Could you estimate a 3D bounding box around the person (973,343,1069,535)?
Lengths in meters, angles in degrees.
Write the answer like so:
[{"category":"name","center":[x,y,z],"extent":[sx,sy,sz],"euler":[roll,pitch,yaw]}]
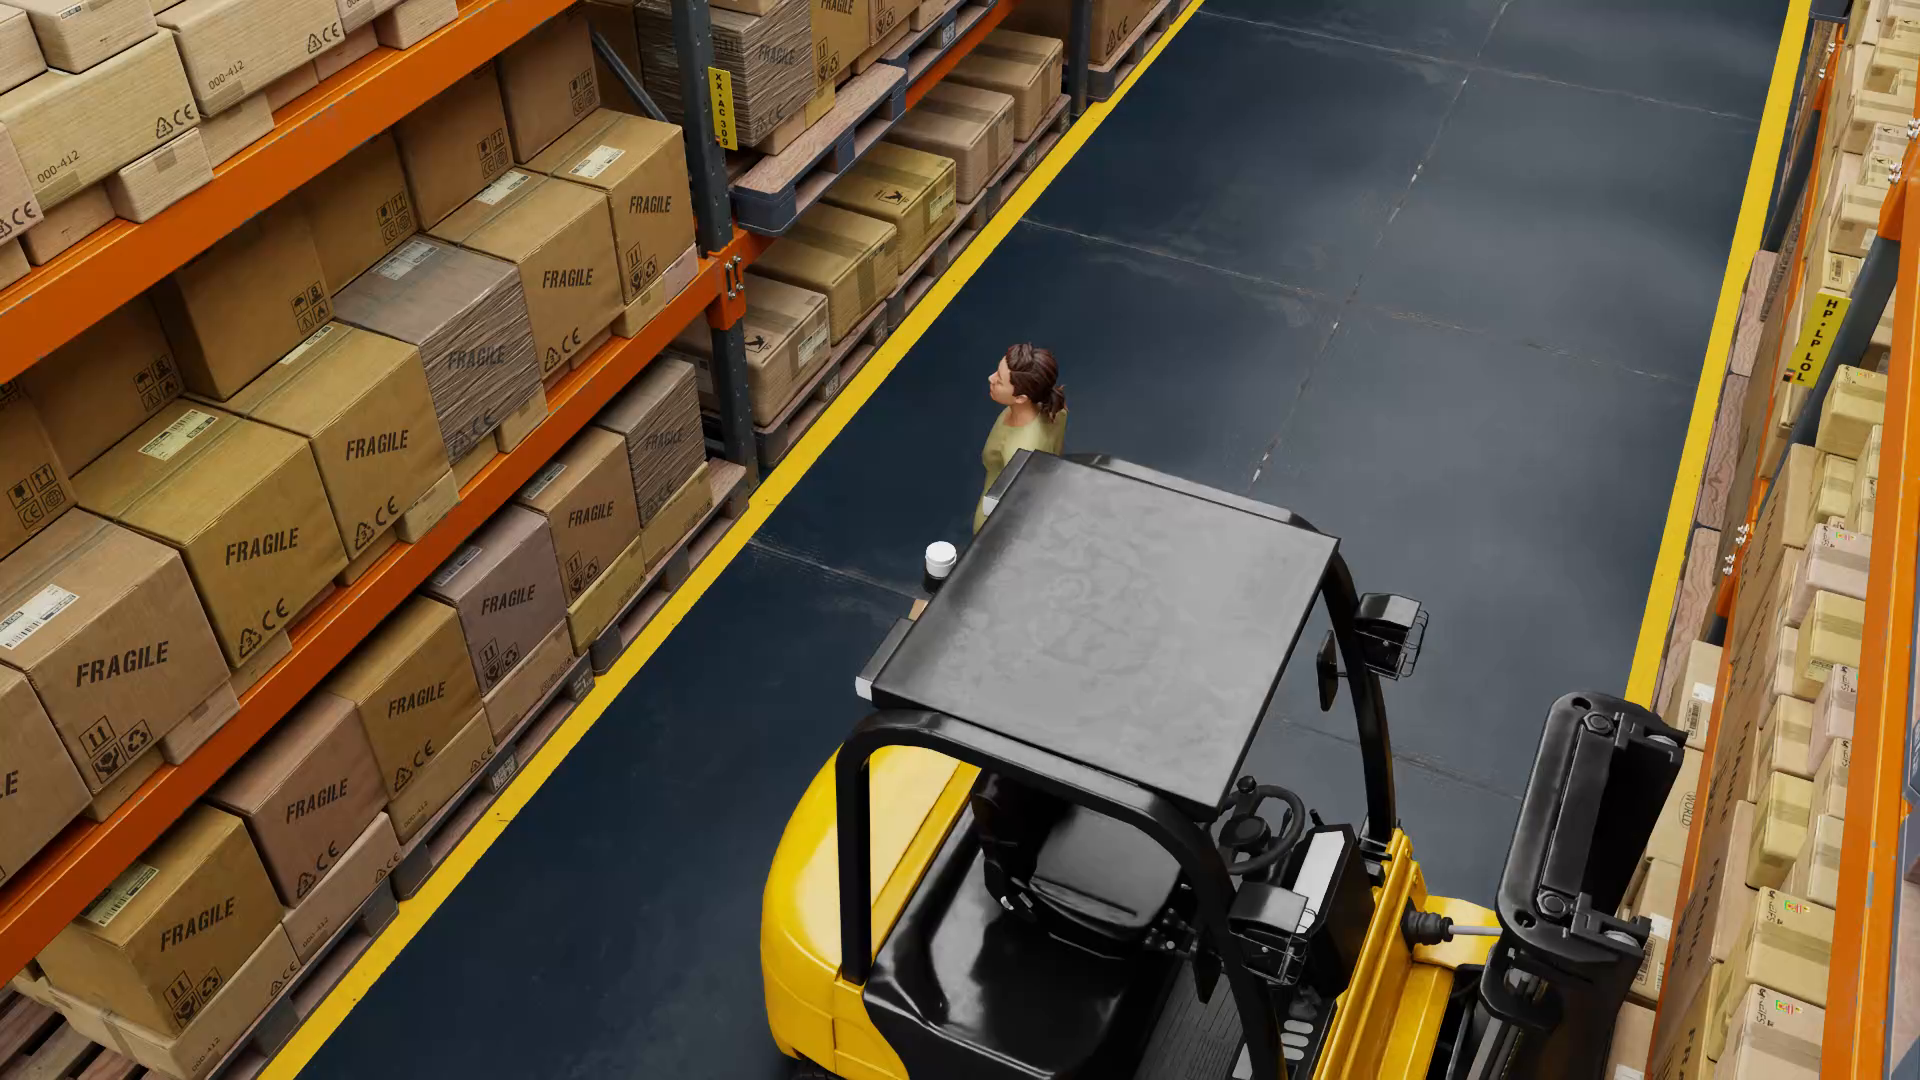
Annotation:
[{"category":"person","center":[0.126,-0.082,6.238],"extent":[0.548,1.673,0.554],"euler":[12,43,13]}]
